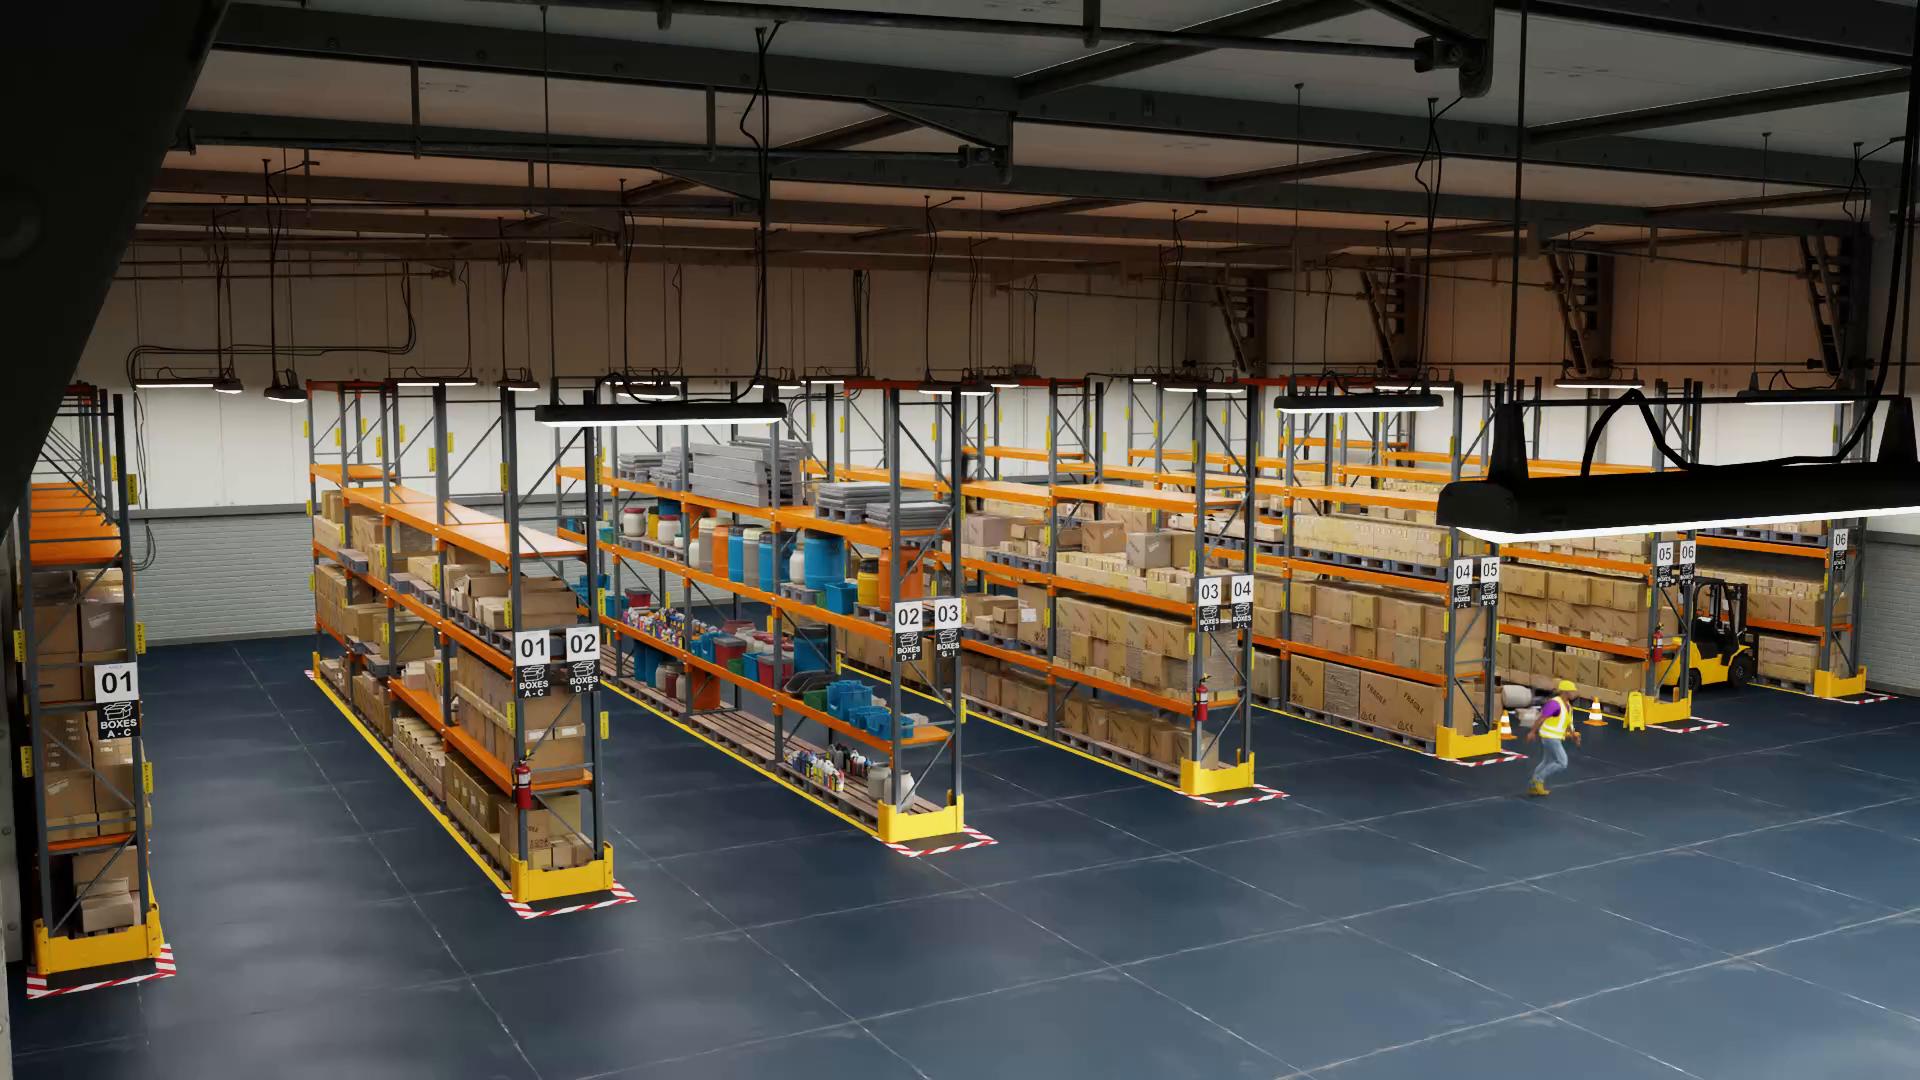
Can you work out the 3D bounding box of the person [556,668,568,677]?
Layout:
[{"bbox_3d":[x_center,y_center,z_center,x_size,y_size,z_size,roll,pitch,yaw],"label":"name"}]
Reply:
[{"bbox_3d":[-6.495,2.708,26.948,0.575,1.544,0.524,6,8,42],"label":"person"}]

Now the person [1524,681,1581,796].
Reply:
[{"bbox_3d":[8.681,2.891,24.332,0.689,1.707,0.675,4,7,32],"label":"person"}]

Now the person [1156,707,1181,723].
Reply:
[{"bbox_3d":[3.754,2.490,28.787,0.731,1.571,0.545,2,6,17],"label":"person"}]
